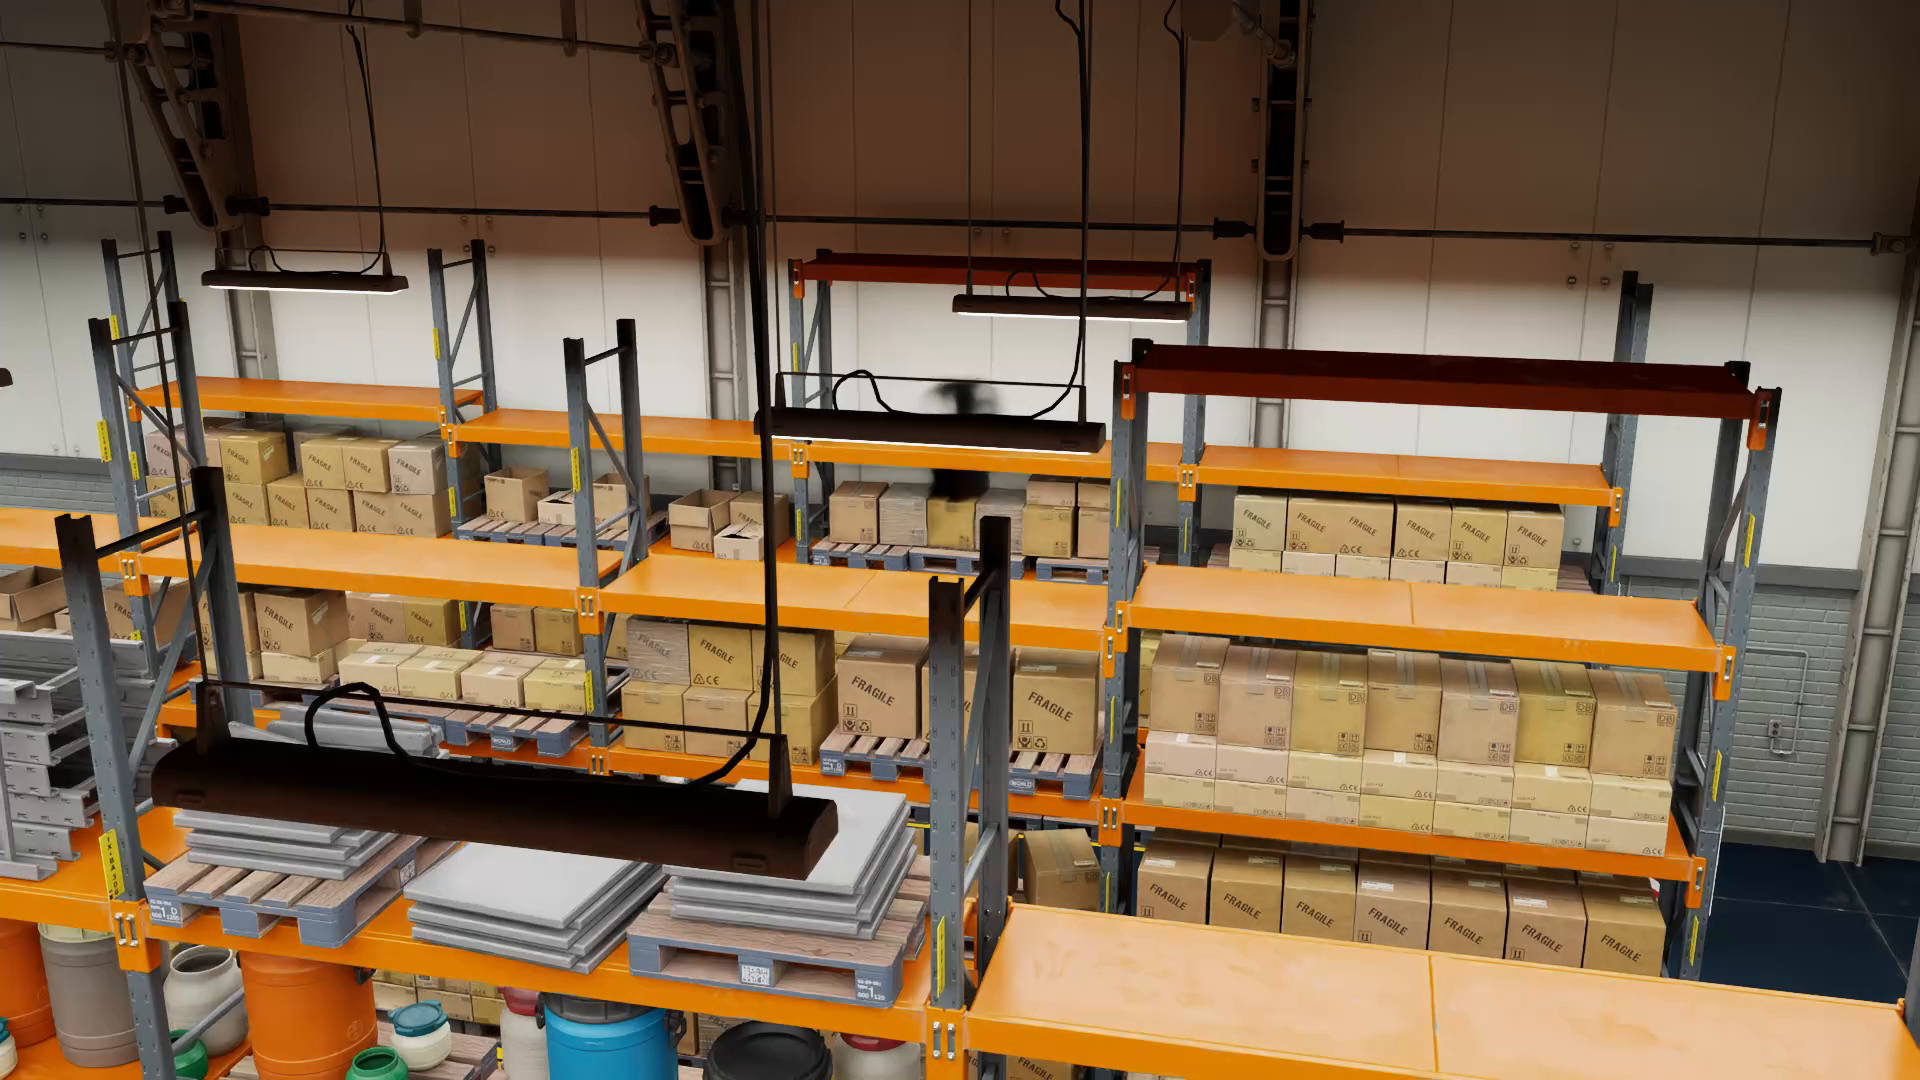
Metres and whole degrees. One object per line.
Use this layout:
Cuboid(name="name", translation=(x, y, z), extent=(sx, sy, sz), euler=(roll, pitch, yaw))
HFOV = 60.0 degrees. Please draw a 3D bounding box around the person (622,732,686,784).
Cuboid(name="person", translation=(-2.922, 2.554, 16.929), extent=(1.008, 1.508, 0.596), euler=(5, 17, 16))
